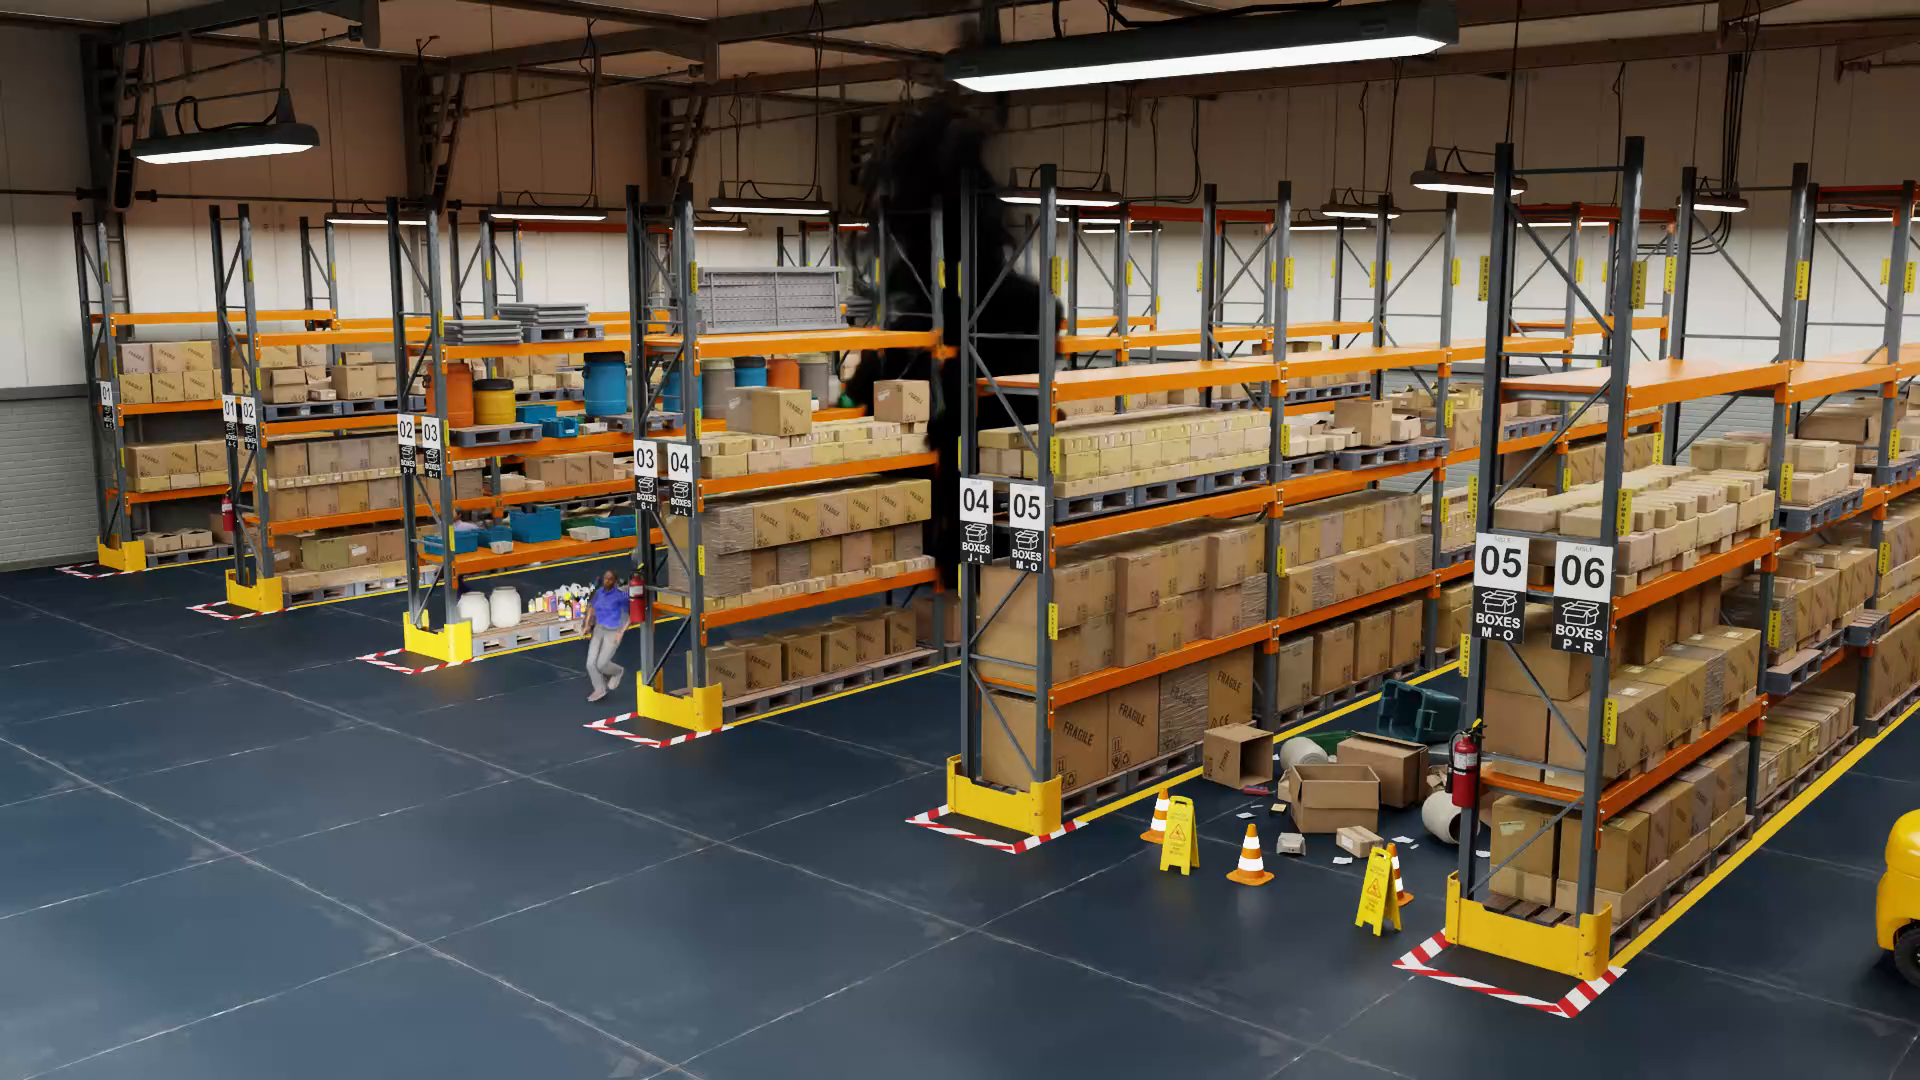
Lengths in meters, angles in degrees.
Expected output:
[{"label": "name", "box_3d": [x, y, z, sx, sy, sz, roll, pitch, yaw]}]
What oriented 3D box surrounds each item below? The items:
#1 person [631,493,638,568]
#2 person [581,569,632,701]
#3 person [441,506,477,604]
[{"label": "person", "box_3d": [-5.109, -0.002, 26.465, 0.519, 1.582, 0.611, 8, 12, 39]}, {"label": "person", "box_3d": [-4.166, 1.127, 19.749, 0.625, 1.608, 0.524, 4, 10, 25]}, {"label": "person", "box_3d": [-7.332, 0.343, 24.274, 0.585, 1.700, 0.708, 7, 12, 36]}]
